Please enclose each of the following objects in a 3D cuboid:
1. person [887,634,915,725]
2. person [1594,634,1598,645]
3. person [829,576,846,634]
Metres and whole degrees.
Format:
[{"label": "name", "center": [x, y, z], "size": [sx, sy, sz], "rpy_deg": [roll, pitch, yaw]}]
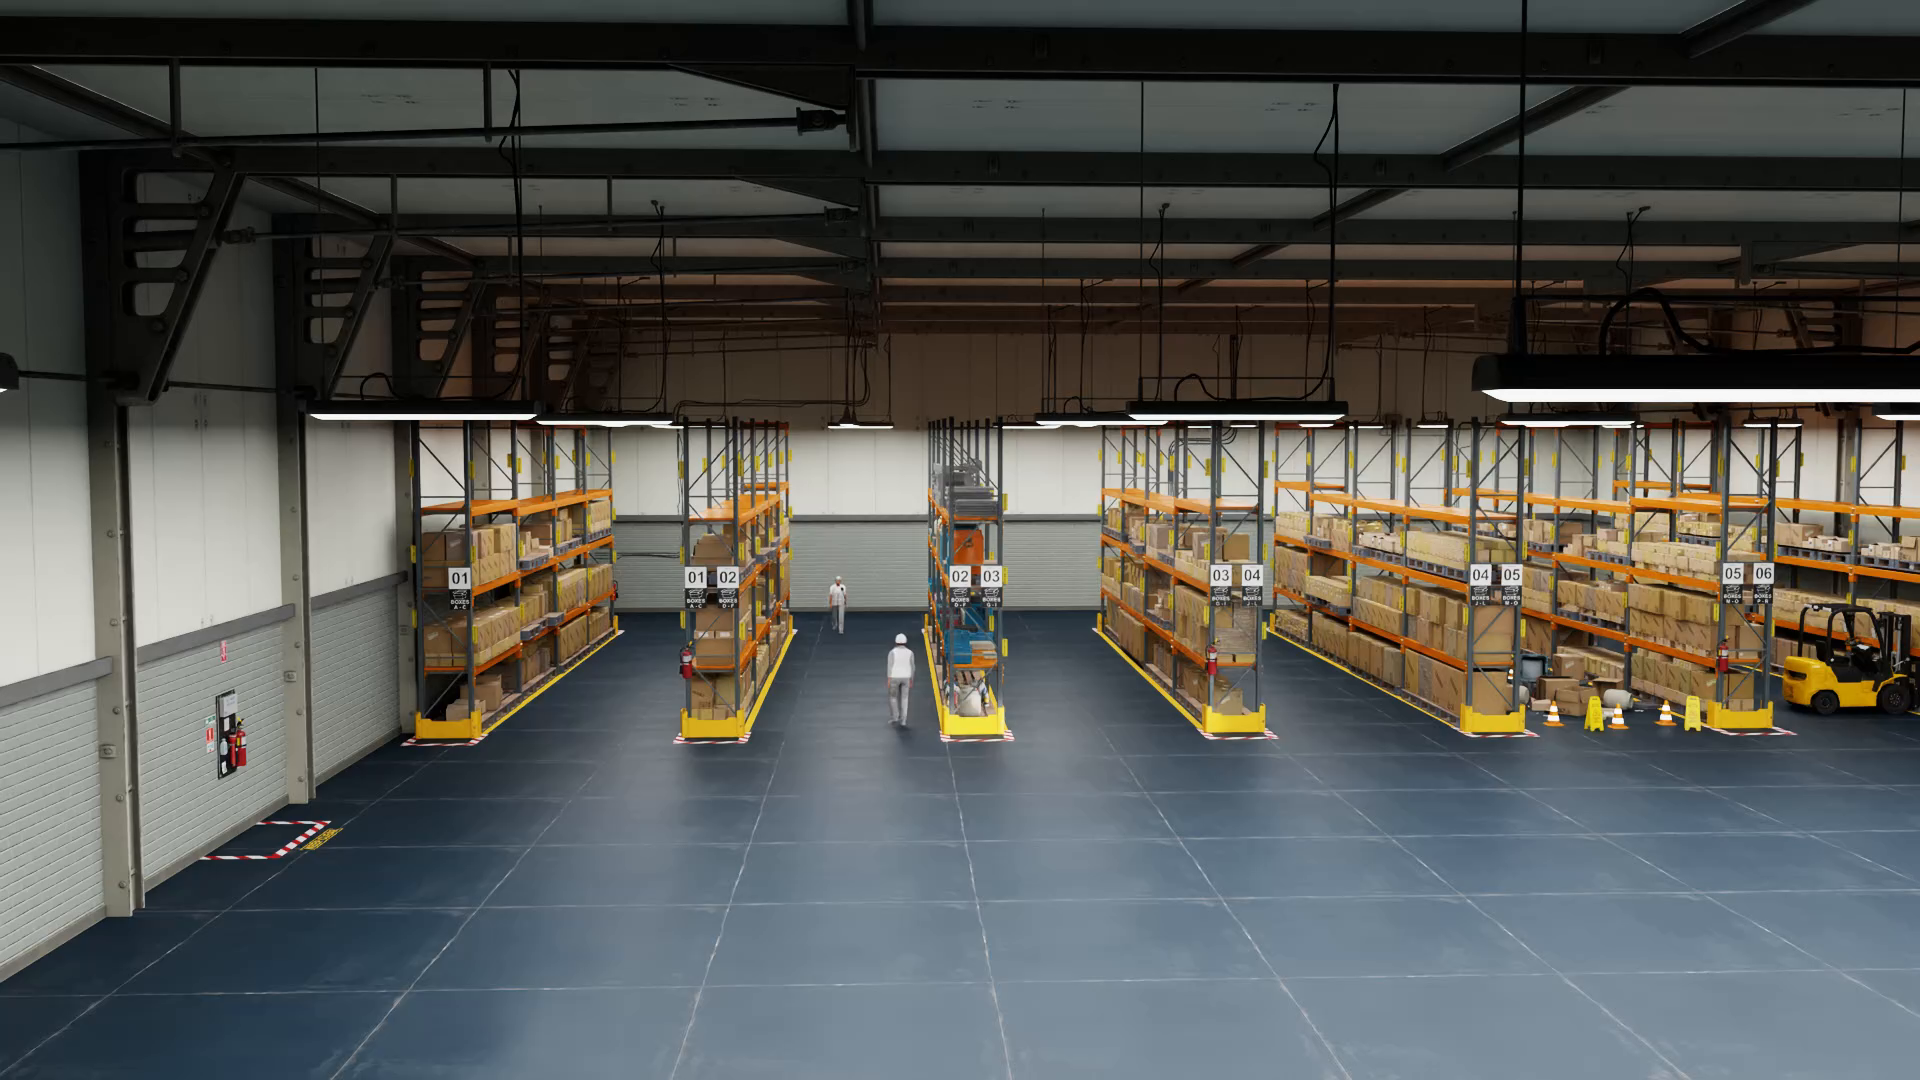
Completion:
[{"label": "person", "center": [-1.153, 2.744, 32.506], "size": [0.566, 1.821, 0.613], "rpy_deg": [-1, 4, -10]}, {"label": "person", "center": [16.855, 1.992, 44.454], "size": [0.441, 1.663, 0.610], "rpy_deg": [-1, 4, -20]}, {"label": "person", "center": [-3.467, 1.825, 47.204], "size": [0.484, 1.597, 1.043], "rpy_deg": [0, 4, -3]}]
